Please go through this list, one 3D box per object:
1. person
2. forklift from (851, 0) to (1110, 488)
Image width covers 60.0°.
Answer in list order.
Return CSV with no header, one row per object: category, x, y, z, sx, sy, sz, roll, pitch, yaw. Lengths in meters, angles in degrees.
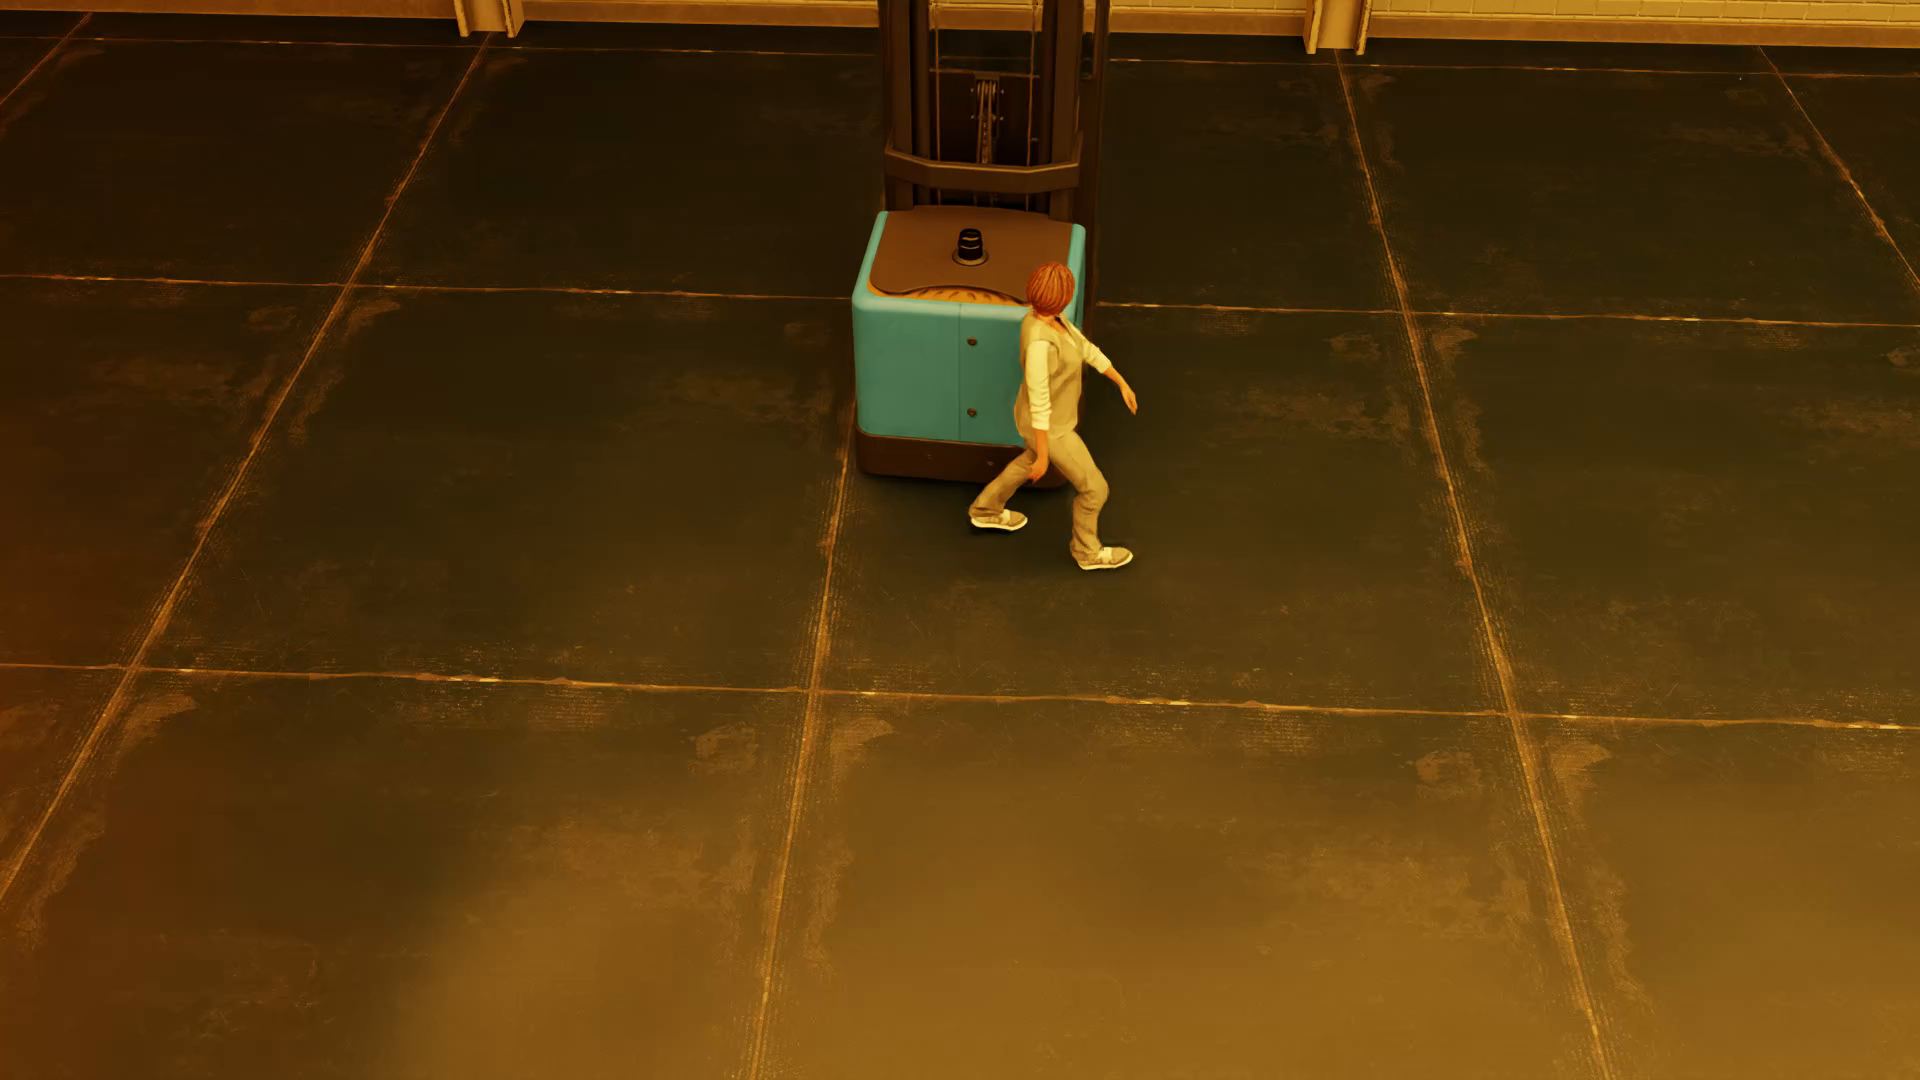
person,0.419,-0.499,7.347,0.761,1.507,0.545,0,42,0
forklift,0.191,-2.328,8.293,1.130,2.935,3.031,5,43,5
